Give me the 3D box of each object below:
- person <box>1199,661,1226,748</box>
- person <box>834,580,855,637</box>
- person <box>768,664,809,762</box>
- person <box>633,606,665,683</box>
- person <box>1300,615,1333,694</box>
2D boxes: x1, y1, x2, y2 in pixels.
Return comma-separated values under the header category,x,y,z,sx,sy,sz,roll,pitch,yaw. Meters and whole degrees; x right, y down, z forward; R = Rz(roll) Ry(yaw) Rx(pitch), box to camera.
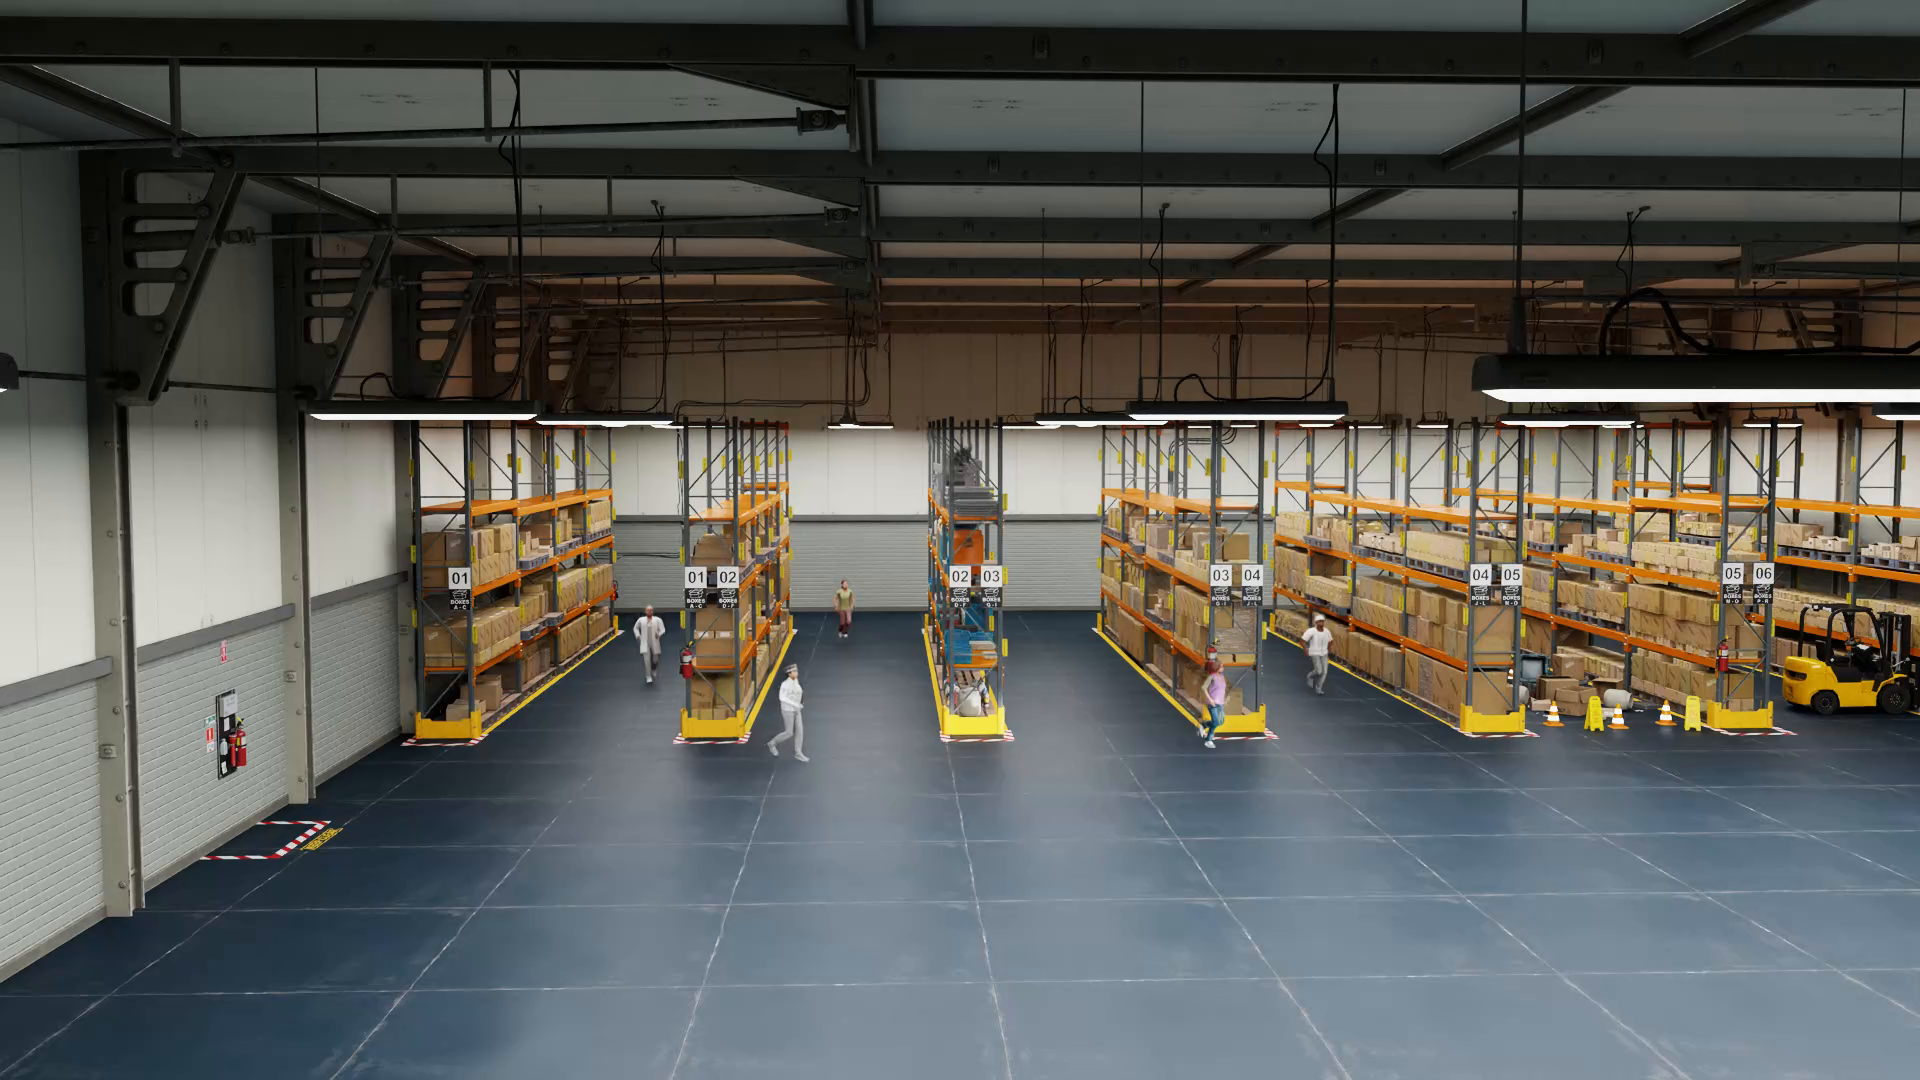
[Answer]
category,x,y,z,sx,sy,sz,roll,pitch,yaw
person,4.616,2.987,30.389,0.582,1.550,0.513,-3,5,-40
person,-3.063,1.824,44.139,0.570,1.557,0.586,-1,4,-14
person,-2.974,2.994,29.013,0.778,1.704,0.641,2,4,26
person,-7.108,2.373,38.032,0.715,1.733,0.826,-1,4,-12
person,7.827,2.498,36.281,0.714,1.722,0.592,-1,4,-16
